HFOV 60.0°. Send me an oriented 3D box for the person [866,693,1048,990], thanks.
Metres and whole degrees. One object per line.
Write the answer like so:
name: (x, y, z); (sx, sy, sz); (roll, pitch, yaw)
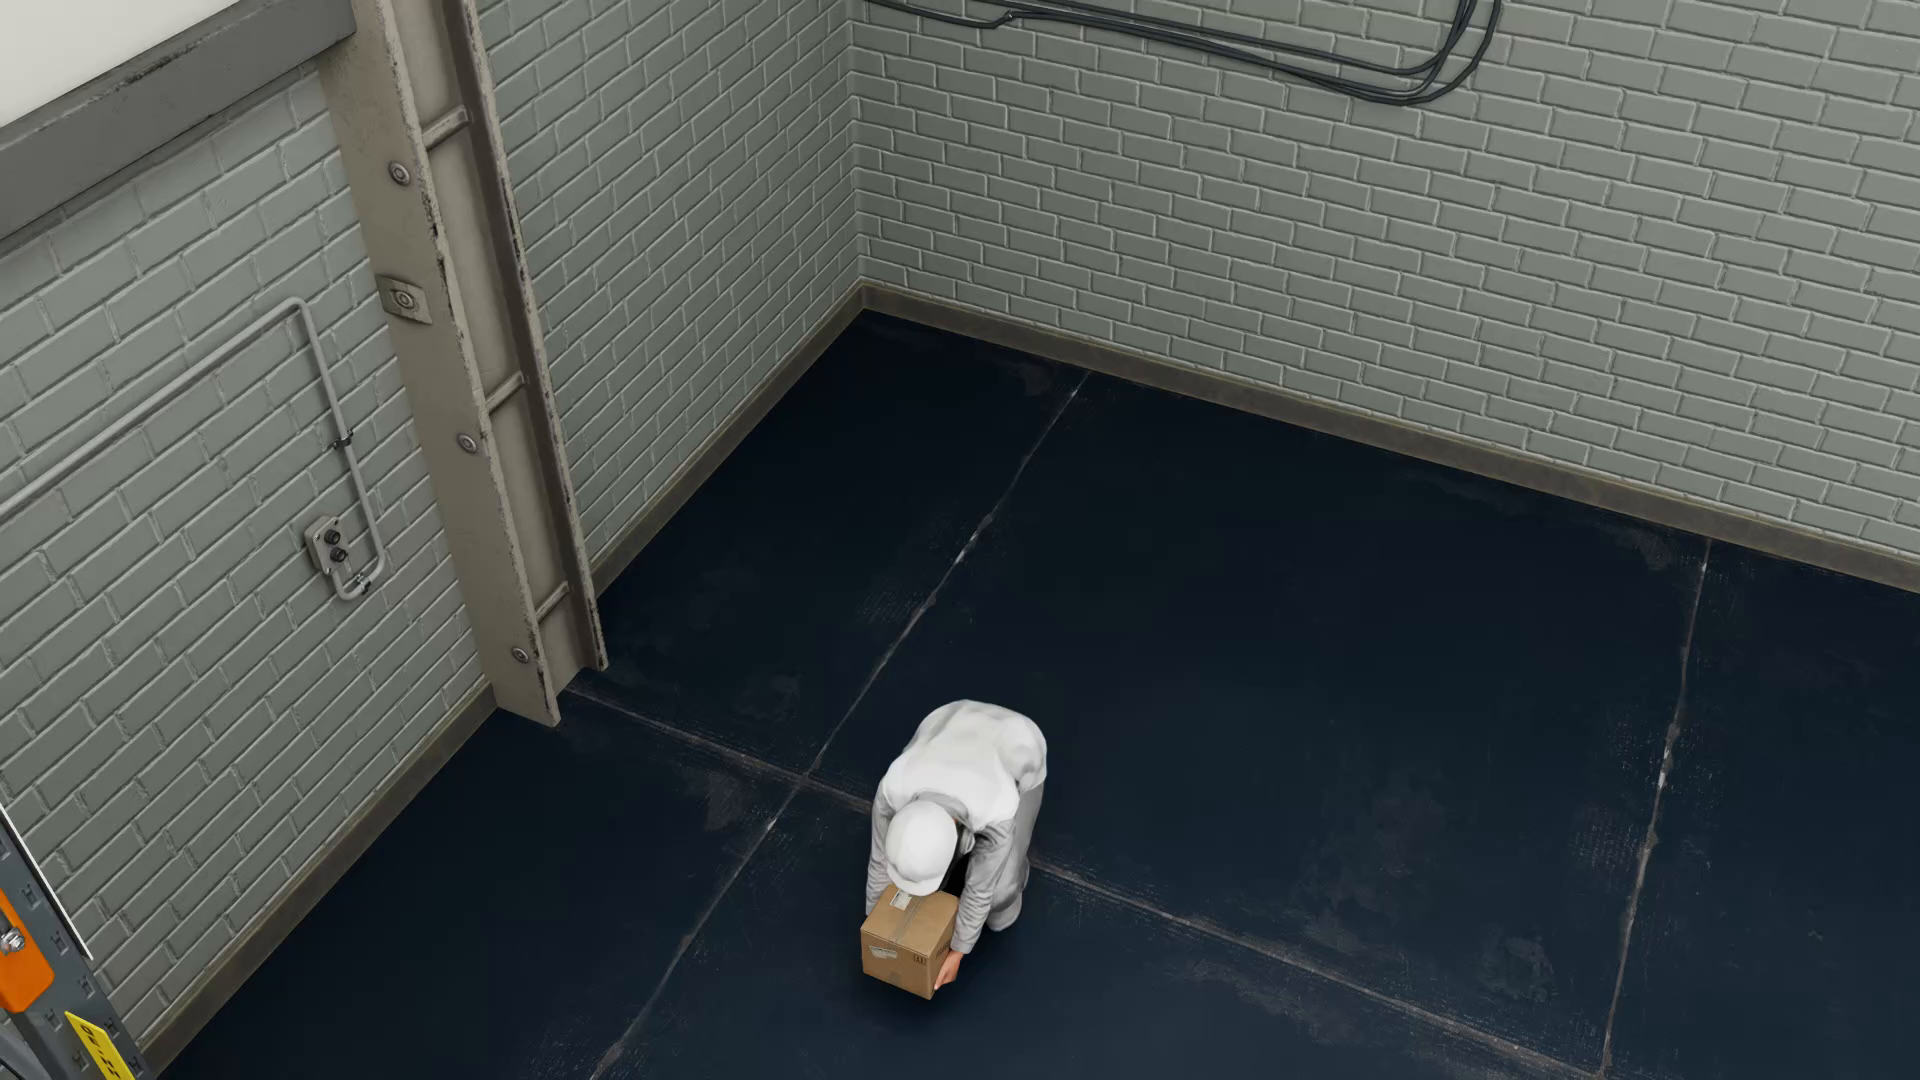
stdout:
person: (-0.019, 0.996, 5.615); (0.512, 0.990, 0.953); (16, 44, 17)
